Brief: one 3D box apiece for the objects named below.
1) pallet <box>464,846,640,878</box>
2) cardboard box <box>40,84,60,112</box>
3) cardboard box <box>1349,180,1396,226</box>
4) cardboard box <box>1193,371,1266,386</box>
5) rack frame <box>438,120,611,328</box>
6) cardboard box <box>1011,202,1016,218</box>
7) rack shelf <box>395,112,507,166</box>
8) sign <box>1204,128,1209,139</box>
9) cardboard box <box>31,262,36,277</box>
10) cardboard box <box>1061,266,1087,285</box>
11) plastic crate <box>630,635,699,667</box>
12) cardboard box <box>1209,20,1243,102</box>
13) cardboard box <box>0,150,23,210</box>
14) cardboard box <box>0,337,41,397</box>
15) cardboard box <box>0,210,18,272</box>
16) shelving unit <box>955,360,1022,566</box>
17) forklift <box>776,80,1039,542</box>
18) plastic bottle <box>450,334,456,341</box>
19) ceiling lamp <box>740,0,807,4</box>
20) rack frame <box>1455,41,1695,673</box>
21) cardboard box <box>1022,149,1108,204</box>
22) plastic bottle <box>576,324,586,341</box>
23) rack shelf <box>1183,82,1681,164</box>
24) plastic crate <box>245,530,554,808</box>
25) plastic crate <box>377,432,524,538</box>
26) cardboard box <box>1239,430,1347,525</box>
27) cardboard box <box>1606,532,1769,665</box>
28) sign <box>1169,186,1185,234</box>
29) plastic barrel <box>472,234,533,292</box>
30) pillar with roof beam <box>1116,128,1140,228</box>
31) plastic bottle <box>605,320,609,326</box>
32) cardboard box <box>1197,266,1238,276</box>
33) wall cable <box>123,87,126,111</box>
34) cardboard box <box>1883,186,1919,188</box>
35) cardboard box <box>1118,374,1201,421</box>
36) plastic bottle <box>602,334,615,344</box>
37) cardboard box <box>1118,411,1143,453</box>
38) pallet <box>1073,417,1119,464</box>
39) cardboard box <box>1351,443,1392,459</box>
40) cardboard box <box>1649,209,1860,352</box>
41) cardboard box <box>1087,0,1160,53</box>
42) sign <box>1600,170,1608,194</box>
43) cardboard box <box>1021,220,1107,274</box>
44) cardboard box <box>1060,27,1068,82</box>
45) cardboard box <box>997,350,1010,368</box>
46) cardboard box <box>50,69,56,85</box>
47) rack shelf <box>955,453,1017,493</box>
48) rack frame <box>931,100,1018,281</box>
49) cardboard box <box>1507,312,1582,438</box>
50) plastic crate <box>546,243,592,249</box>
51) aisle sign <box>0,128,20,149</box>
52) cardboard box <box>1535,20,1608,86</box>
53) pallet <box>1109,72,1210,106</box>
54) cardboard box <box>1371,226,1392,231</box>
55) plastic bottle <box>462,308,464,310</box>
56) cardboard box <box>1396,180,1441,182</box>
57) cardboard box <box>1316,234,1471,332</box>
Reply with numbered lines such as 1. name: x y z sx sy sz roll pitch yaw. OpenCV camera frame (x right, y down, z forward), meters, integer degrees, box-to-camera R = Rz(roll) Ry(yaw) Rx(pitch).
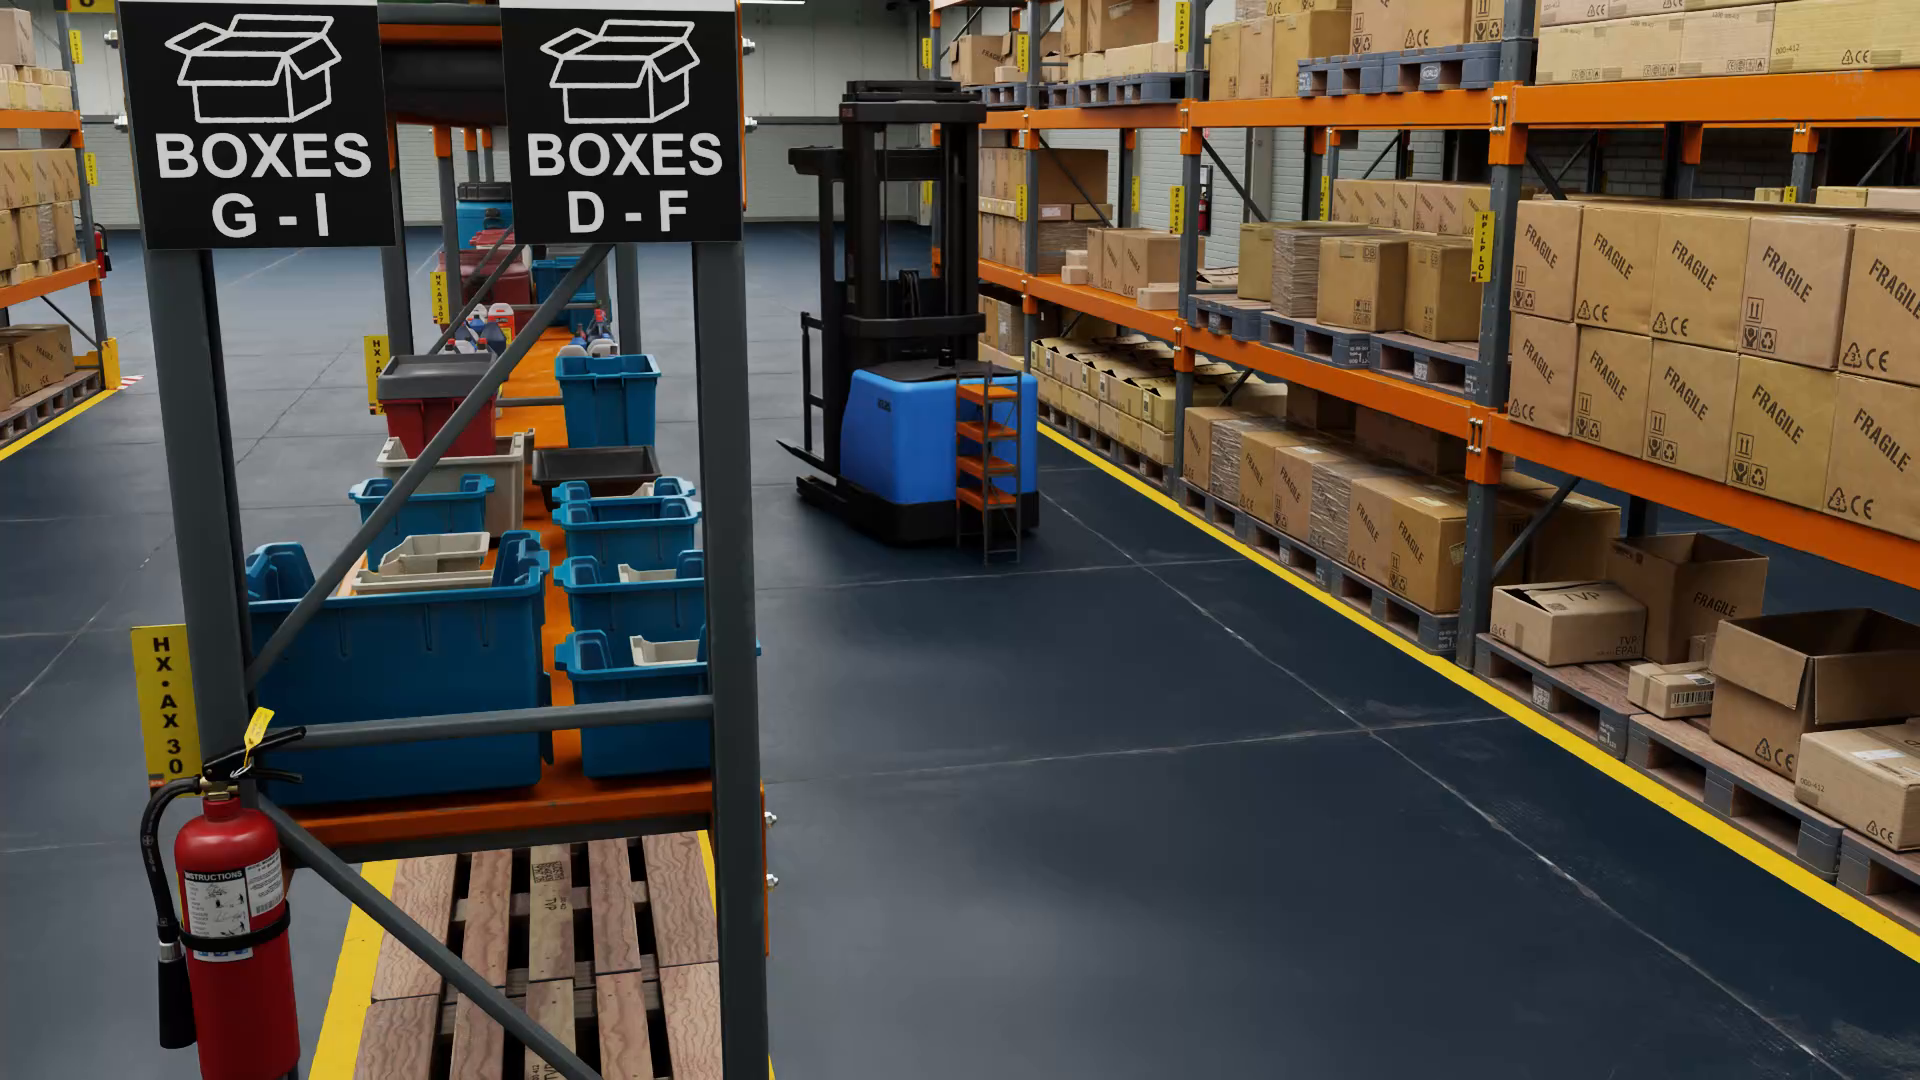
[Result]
1. pallet: -1.618 0.955 6.575 1.003 0.211 1.213 -3 14 -13
2. cardboard box: -8.981 -4.232 15.924 0.500 0.250 0.500 -3 14 -13
3. cardboard box: 4.910 -3.948 19.459 0.500 0.500 0.500 -3 14 -13
4. cardboard box: 2.079 -1.164 13.099 0.500 0.311 0.500 -4 14 -15
5. rack frame: -2.768 -1.490 10.707 1.000 3.000 0.127 -3 14 -13
6. cardboard box: 0.716 -3.220 16.210 0.380 0.149 0.250 -4 14 -15
7. rack shelf: -2.298 -2.137 8.547 1.077 0.370 4.000 -3 14 -13
8. sign: 4.131 -6.865 27.820 0.001 0.298 0.199 -3 14 -13
9. cardboard box: -8.748 -2.482 15.294 0.380 0.149 0.250 -3 14 -13
10. cardboard box: 1.118 -2.350 14.757 0.380 0.149 0.250 -3 14 -13
11. plastic crate: -0.622 0.300 3.807 0.250 0.136 0.298 -3 14 -13
12. cardboard box: 2.183 -3.172 11.061 0.910 0.500 0.500 -3 14 -13
13. cardboard box: -8.616 -3.164 14.615 0.500 0.500 0.500 -3 14 -13
14. cardboard box: -9.028 -1.623 15.632 0.500 0.500 0.500 -2 14 -8
15. cardboard box: -8.650 -2.555 14.226 0.875 0.500 0.500 -3 14 -13
16. shelving unit: 0.174 -0.489 10.399 0.258 1.200 0.503 -5 15 -20
17. forklift: -0.542 -1.717 11.779 1.130 2.935 3.031 -6 15 -23
18. plastic bottle: -2.624 -0.920 8.617 0.061 0.283 0.133 -3 14 -13
19. ceiling lamp: -4.971 -15.277 42.200 2.000 3.185 0.800 -3 14 -13
20. rack frame: 2.988 -0.843 8.056 1.000 3.000 0.127 -3 14 -13
21. cardboard box: 0.998 -3.469 15.862 0.700 0.500 0.500 -3 14 -13
22. plastic bottle: -2.086 -1.050 9.149 0.061 0.283 0.133 -3 14 -13
23. rack shelf: 2.518 -2.412 9.674 1.077 0.370 4.000 -3 14 -13
24. plastic crate: -1.149 0.242 3.415 0.616 0.435 0.499 -3 14 -13
25. plastic crate: -1.649 -0.177 5.453 0.437 0.282 0.530 -3 14 -13
26. cardboard box: 2.119 -0.408 10.615 0.500 0.500 0.500 -3 14 -14
27. cardboard box: 3.397 0.273 7.827 0.500 0.500 0.500 -3 14 -13
28. sign: 1.509 -2.296 11.566 0.100 0.325 0.005 -3 14 -13
29. plastic barrel: -3.523 -2.077 12.821 0.433 0.535 0.433 0 14 0
30. pillar with roof beam: -1.014 -9.217 29.694 9.100 9.000 0.400 -3 14 -13
31. plastic bottle: -1.989 -1.100 9.357 0.061 0.283 0.133 -3 14 -13
32. cardboard box: 2.026 -1.939 12.732 0.500 0.311 0.500 -3 14 -14
33. wall cable: -21.851 -14.785 45.317 2.305 6.003 0.169 -3 14 -13
34. cardboard box: 7.221 -2.519 12.459 0.500 0.250 0.500 -3 14 -12
35. cardboard box: 1.557 -1.133 12.971 0.500 0.311 0.500 -4 14 -14
36. plastic bottle: -1.862 -0.951 8.770 0.097 0.271 0.097 0 14 0
37. cardboard box: 1.563 -0.860 13.037 0.500 0.250 0.500 -3 14 -14
38. pallet: 1.610 -0.884 14.100 1.003 0.211 1.213 -3 14 -13
39. cardboard box: 2.746 -0.322 10.265 0.500 0.500 0.500 -4 14 -15
40. cardboard box: 3.067 -1.015 6.444 0.500 0.500 0.500 -4 14 -15
41. cardboard box: 1.371 -4.366 14.009 0.500 0.500 0.500 -2 14 -8
42. sign: 6.462 -3.559 16.736 0.100 0.325 0.005 -3 14 -13
43. cardboard box: 0.998 -2.839 16.016 0.700 0.500 0.500 -4 14 -15
44. cardboard box: 1.247 -4.597 15.712 0.500 0.500 0.500 -2 14 -9
45. cardboard box: 0.679 -1.767 16.749 0.500 0.250 0.500 -3 14 -13
46. cardboard box: -8.974 -4.467 16.048 0.380 0.149 0.250 -4 14 -16
47. rack shelf: 0.174 -0.423 10.415 0.258 0.148 0.480 -5 15 -20
48. rack frame: 0.169 -3.611 19.387 1.000 3.000 0.127 -3 14 -13
49. cardboard box: 2.842 -0.759 7.501 0.500 0.500 0.500 -3 14 -12
50. plastic crate: -3.296 -2.349 14.089 0.402 0.464 0.583 -3 14 -13
51. aisle sign: -9.767 -4.320 16.812 0.394 0.787 0.004 -3 14 -13
52. cardboard box: 2.861 -2.101 7.202 0.500 0.250 0.500 -3 14 -13
53. pallet: 1.802 -3.282 12.120 1.213 0.211 1.003 -3 14 -11
54. cardboard box: 5.039 -3.458 19.034 0.500 0.250 0.500 -4 14 -14
55. plastic bottle: -2.947 -1.237 9.917 0.061 0.283 0.133 -3 14 -13
56. cardboard box: 5.409 -3.976 19.573 0.500 0.500 0.500 -3 14 -12
57. cardboard box: 2.513 -1.499 9.649 0.700 0.500 0.500 -7 16 -27
